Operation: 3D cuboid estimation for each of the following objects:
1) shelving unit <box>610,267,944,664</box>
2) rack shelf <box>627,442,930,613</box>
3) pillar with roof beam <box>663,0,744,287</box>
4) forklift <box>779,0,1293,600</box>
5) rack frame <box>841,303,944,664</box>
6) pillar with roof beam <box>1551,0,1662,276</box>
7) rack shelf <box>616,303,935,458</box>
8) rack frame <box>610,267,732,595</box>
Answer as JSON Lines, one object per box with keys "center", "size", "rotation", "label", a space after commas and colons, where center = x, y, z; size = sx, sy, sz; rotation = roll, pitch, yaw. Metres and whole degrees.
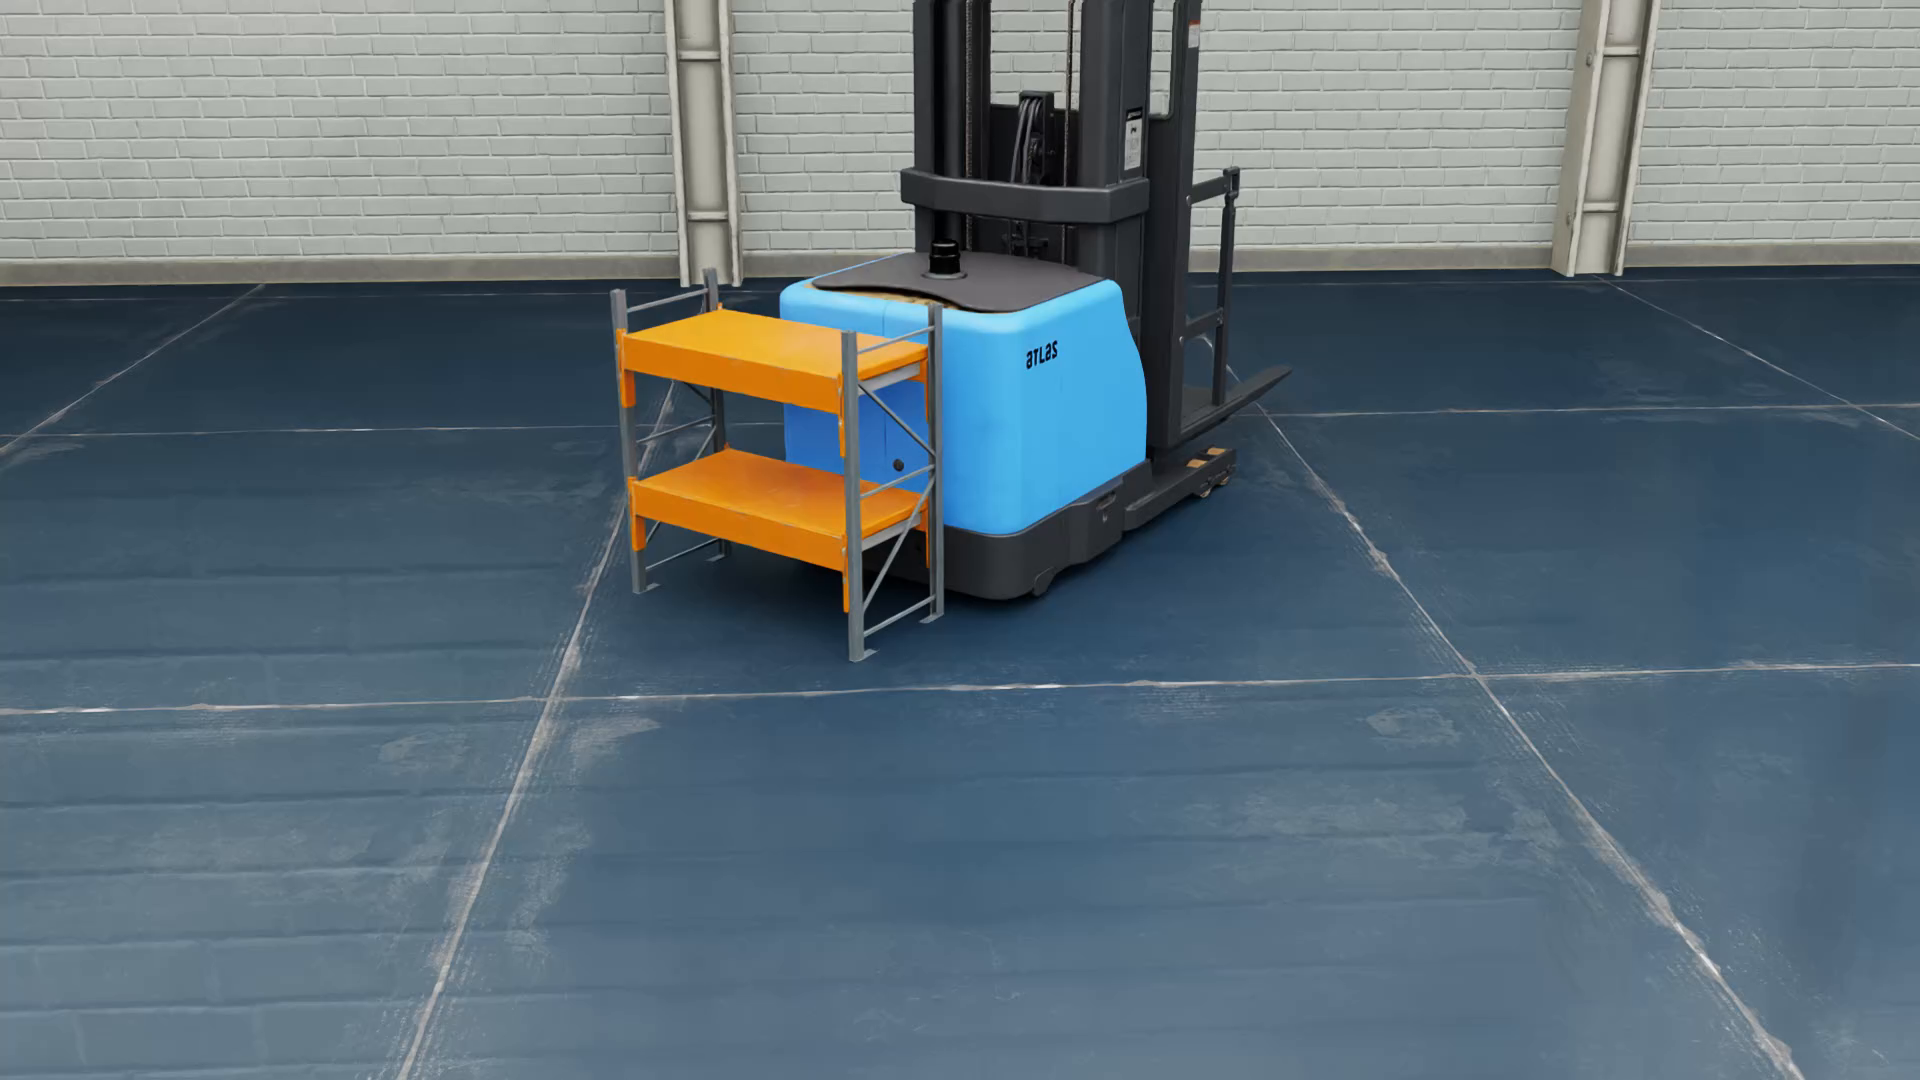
{"center": [-0.629, -0.294, 5.812], "size": [1.048, 1.125, 0.538], "rotation": [14, 25, 33], "label": "shelving unit"}
{"center": [-0.629, -0.065, 5.899], "size": [1.000, 0.278, 0.538], "rotation": [14, 25, 33], "label": "rack shelf"}
{"center": [-1.419, -4.413, 5.564], "size": [0.400, 9.000, 9.100], "rotation": [-1, 21, -3], "label": "pillar with roof beam"}
{"center": [0.550, -1.630, 6.784], "size": [1.130, 2.935, 3.031], "rotation": [13, 24, 30], "label": "forklift"}
{"center": [-0.214, -0.189, 5.538], "size": [0.032, 1.125, 0.500], "rotation": [14, 25, 33], "label": "rack frame"}
{"center": [4.572, -4.535, 5.884], "size": [0.400, 9.000, 9.100], "rotation": [-1, 21, -3], "label": "pillar with roof beam"}
{"center": [-0.629, -0.567, 5.708], "size": [1.000, 0.278, 0.538], "rotation": [14, 25, 33], "label": "rack shelf"}
{"center": [-1.044, -0.398, 6.086], "size": [0.032, 1.125, 0.500], "rotation": [14, 25, 33], "label": "rack frame"}
